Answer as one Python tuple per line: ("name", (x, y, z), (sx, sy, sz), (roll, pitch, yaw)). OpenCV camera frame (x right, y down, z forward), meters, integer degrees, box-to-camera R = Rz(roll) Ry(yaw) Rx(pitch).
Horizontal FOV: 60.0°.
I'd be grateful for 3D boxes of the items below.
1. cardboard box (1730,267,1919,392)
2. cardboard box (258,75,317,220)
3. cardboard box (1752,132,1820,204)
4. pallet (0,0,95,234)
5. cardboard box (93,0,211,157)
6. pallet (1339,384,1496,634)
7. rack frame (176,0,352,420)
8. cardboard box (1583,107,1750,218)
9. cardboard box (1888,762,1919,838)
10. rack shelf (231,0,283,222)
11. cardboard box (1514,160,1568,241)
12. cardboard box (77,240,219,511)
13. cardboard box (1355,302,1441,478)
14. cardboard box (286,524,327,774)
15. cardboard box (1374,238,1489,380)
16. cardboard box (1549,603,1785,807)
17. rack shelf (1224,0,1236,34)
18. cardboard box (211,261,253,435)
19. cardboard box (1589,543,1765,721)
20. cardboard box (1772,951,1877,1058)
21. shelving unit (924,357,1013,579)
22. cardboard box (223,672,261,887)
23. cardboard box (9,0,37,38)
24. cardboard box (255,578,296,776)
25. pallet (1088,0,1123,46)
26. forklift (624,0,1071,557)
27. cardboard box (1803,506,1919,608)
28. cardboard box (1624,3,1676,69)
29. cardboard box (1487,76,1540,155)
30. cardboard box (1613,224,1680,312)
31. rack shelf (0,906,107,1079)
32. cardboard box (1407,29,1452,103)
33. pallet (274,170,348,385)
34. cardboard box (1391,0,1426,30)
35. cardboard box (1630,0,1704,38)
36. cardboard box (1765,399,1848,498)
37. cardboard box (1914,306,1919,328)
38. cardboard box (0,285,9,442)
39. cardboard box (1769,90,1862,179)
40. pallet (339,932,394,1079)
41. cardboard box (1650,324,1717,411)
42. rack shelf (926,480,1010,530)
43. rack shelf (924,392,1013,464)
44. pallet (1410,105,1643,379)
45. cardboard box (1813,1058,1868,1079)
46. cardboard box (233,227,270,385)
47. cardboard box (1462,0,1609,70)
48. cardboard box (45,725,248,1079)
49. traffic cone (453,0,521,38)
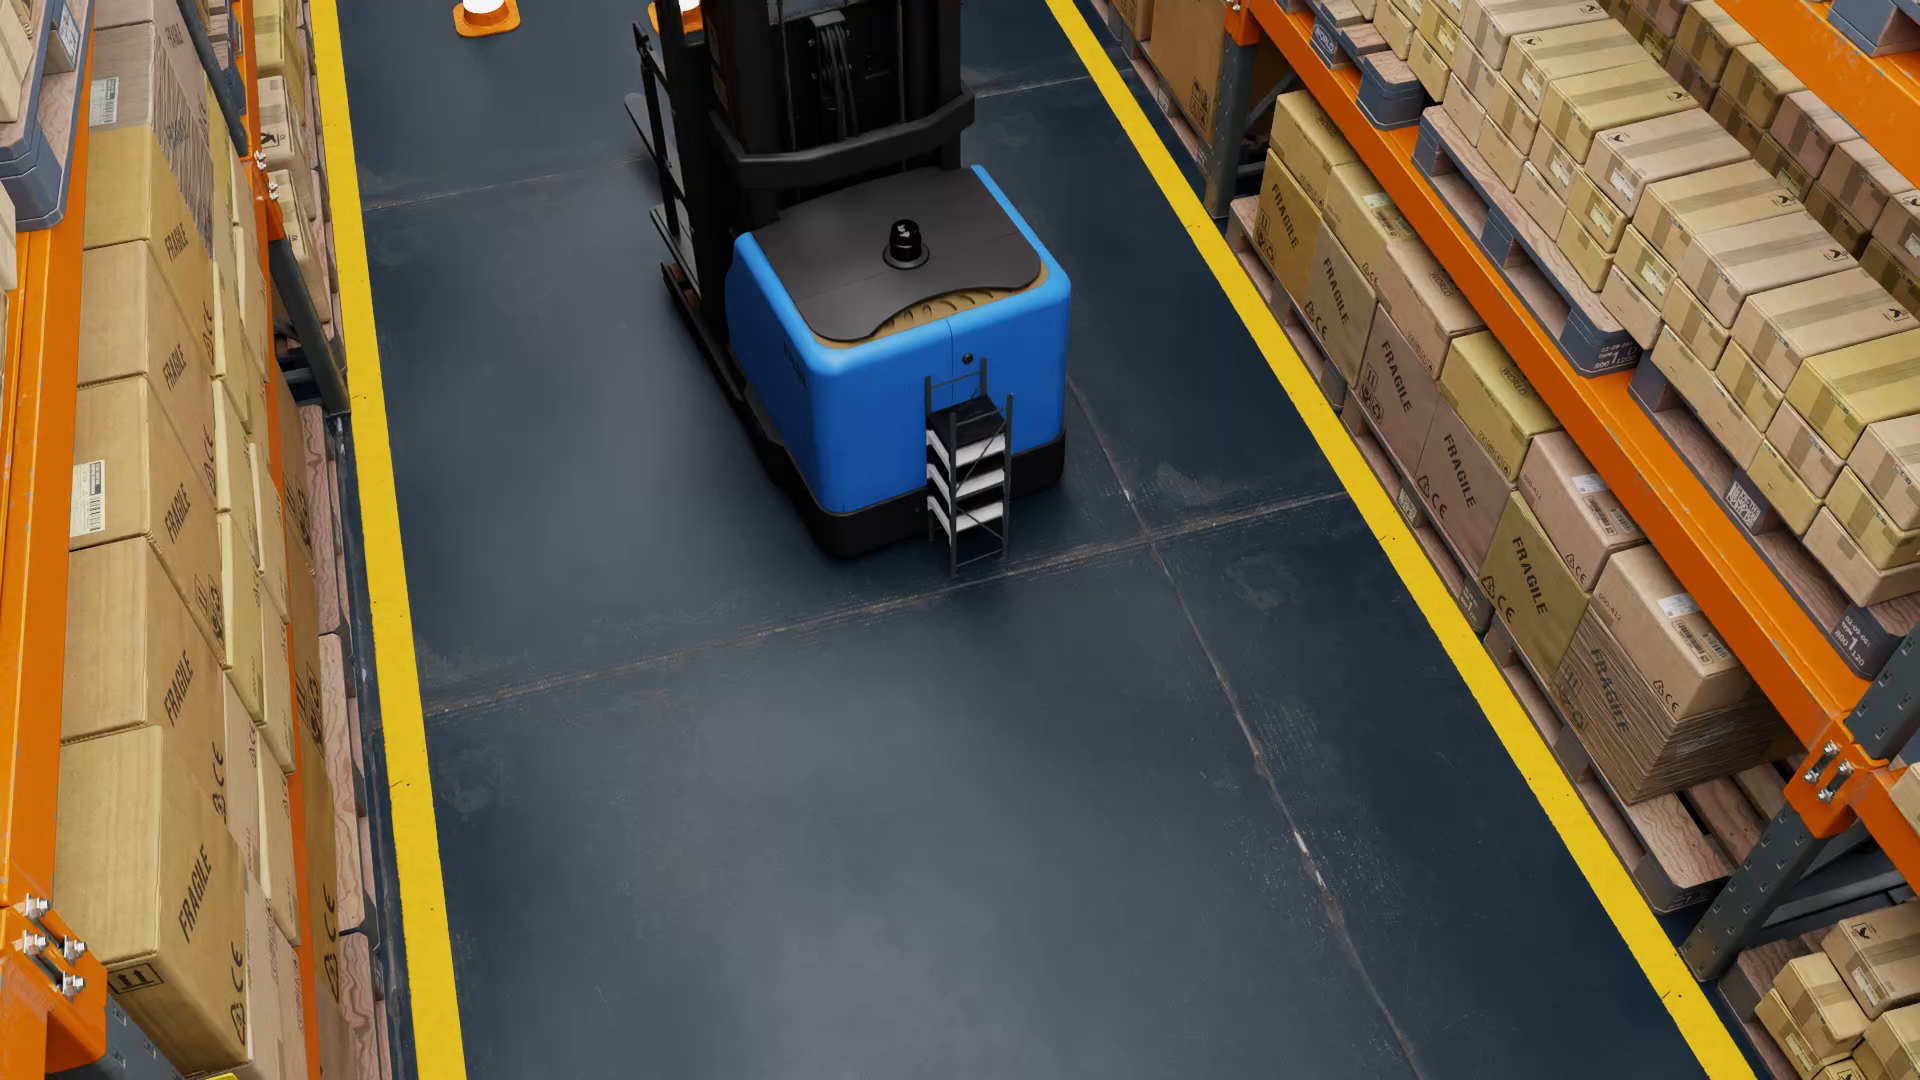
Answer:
("cardboard box", (2.370, -0.580, 4.567), (0.380, 0.149, 0.250), (-15, 51, -12))
("cardboard box", (-3.435, -1.668, 7.428), (0.950, 0.372, 0.625), (-14, 51, -12))
("cardboard box", (2.760, -1.199, 5.283), (0.380, 0.149, 0.250), (-14, 51, -12))
("pallet", (-2.477, -1.059, 3.633), (1.003, 0.211, 1.213), (-11, 51, -9))
("cardboard box", (-2.649, -1.464, 5.092), (0.500, 0.500, 0.500), (-15, 51, -12))
("pallet", (2.234, -0.262, 6.622), (1.003, 0.211, 1.213), (-13, 51, -11))
("rack frame", (-3.052, -1.428, 5.781), (1.000, 3.000, 0.127), (-13, 51, -11))
("cardboard box", (2.140, -1.147, 5.045), (0.380, 0.149, 0.250), (-15, 52, -13))
("cardboard box", (2.601, 0.662, 4.184), (0.380, 0.149, 0.250), (-12, 51, -10))
("rack shelf", (-3.643, -2.657, 7.288), (1.077, 0.370, 4.000), (-13, 51, -11))
("cardboard box", (2.056, -1.145, 5.432), (0.380, 0.149, 0.250), (-15, 51, -12))
("cardboard box", (-2.206, -0.356, 4.158), (0.500, 0.500, 0.500), (-14, 51, -12))
("cardboard box", (1.921, -0.636, 6.474), (0.500, 0.500, 0.500), (-14, 51, -12))
("cardboard box", (-2.667, 0.297, 5.442), (0.875, 0.875, 0.875), (-13, 51, -11))
("cardboard box", (1.904, -0.899, 6.206), (0.500, 0.250, 0.500), (-13, 51, -11))
("cardboard box", (2.371, 0.487, 5.527), (0.500, 0.500, 0.500), (-14, 51, -12))
("rack shelf", (1.056, -3.850, 8.294), (1.077, 0.370, 4.000), (-13, 51, -11))
("cardboard box", (-2.340, -0.501, 4.772), (0.500, 0.250, 0.500), (-15, 51, -12))
("cardboard box", (2.368, 0.242, 5.243), (0.500, 0.250, 0.500), (-15, 51, -12))
("cardboard box", (2.632, 1.325, 4.856), (0.380, 0.149, 0.250), (-11, 51, -9))
("shelving unit", (0.030, -0.252, 6.163), (0.258, 0.900, 0.210), (-20, 53, -16))
("cardboard box", (-1.910, 0.621, 3.825), (0.500, 0.250, 0.500), (-13, 51, -10))
("cardboard box", (-2.253, -1.341, 3.406), (0.500, 0.500, 0.500), (-13, 51, -11))
("cardboard box", (-2.037, 0.405, 4.334), (0.500, 0.250, 0.500), (-14, 51, -11))
("pallet", (1.129, -3.204, 9.103), (1.003, 0.211, 1.213), (-13, 51, -11))
("forklift", (-0.674, -2.024, 6.329), (1.130, 2.935, 3.031), (-20, 53, -16))
("cardboard box", (2.524, 0.001, 4.467), (0.380, 0.149, 0.250), (-14, 51, -12))
("cardboard box", (2.534, -1.762, 5.758), (0.380, 0.149, 0.250), (-14, 51, -11))
("cardboard box", (1.981, -1.432, 5.480), (0.380, 0.149, 0.250), (-14, 51, -11))
("cardboard box", (2.213, -0.859, 4.997), (0.380, 0.149, 0.250), (-16, 52, -13))
("rack shelf", (-1.277, 2.219, 1.215), (1.077, 0.370, 4.000), (-13, 51, -11))
("cardboard box", (1.827, -1.713, 5.912), (0.380, 0.149, 0.250), (-11, 51, -9))
("pallet", (-3.281, -1.100, 7.329), (1.003, 0.211, 1.213), (-13, 51, -11))
("cardboard box", (1.763, -1.981, 5.943), (0.380, 0.149, 0.250), (-15, 51, -12))
("cardboard box", (2.528, -1.866, 5.651), (0.380, 0.149, 0.250), (-13, 51, -11))
("cardboard box", (2.445, -0.288, 4.515), (0.380, 0.149, 0.250), (-13, 51, -11))
("cardboard box", (2.998, -0.619, 4.794), (0.380, 0.149, 0.250), (-12, 51, -10))
("cardboard box", (-1.852, -0.350, 2.571), (0.500, 0.500, 0.500), (-14, 51, -12))
("cardboard box", (2.770, -1.281, 5.158), (0.380, 0.149, 0.250), (-12, 51, -10))
("pallet", (-2.169, 1.846, 4.845), (1.003, 0.211, 1.213), (-13, 51, -11))
("cardboard box", (2.301, -0.554, 4.935), (0.380, 0.149, 0.250), (-16, 52, -13))
("rack shelf", (0.031, -0.172, 6.257), (0.258, 0.077, 0.200), (-20, 53, -16))
("rack shelf", (0.030, -0.404, 5.982), (0.258, 0.077, 0.200), (-20, 53, -16))
("pallet", (2.272, -1.122, 5.650), (1.003, 0.211, 1.213), (-13, 51, -11))
("cardboard box", (2.710, 1.617, 4.804), (0.380, 0.149, 0.250), (-12, 51, -10))
("cardboard box", (-2.488, -0.699, 5.265), (0.500, 0.250, 0.500), (-12, 51, -10))
("cardboard box", (1.909, -1.719, 5.528), (0.380, 0.149, 0.250), (-11, 51, -9))
("cardboard box", (-1.724, 0.753, 3.224), (0.500, 0.500, 0.500), (-13, 51, -11))
("traffic cone", (-2.530, -2.942, 8.718), (0.336, 0.463, 0.334), (-13, 51, -11))
